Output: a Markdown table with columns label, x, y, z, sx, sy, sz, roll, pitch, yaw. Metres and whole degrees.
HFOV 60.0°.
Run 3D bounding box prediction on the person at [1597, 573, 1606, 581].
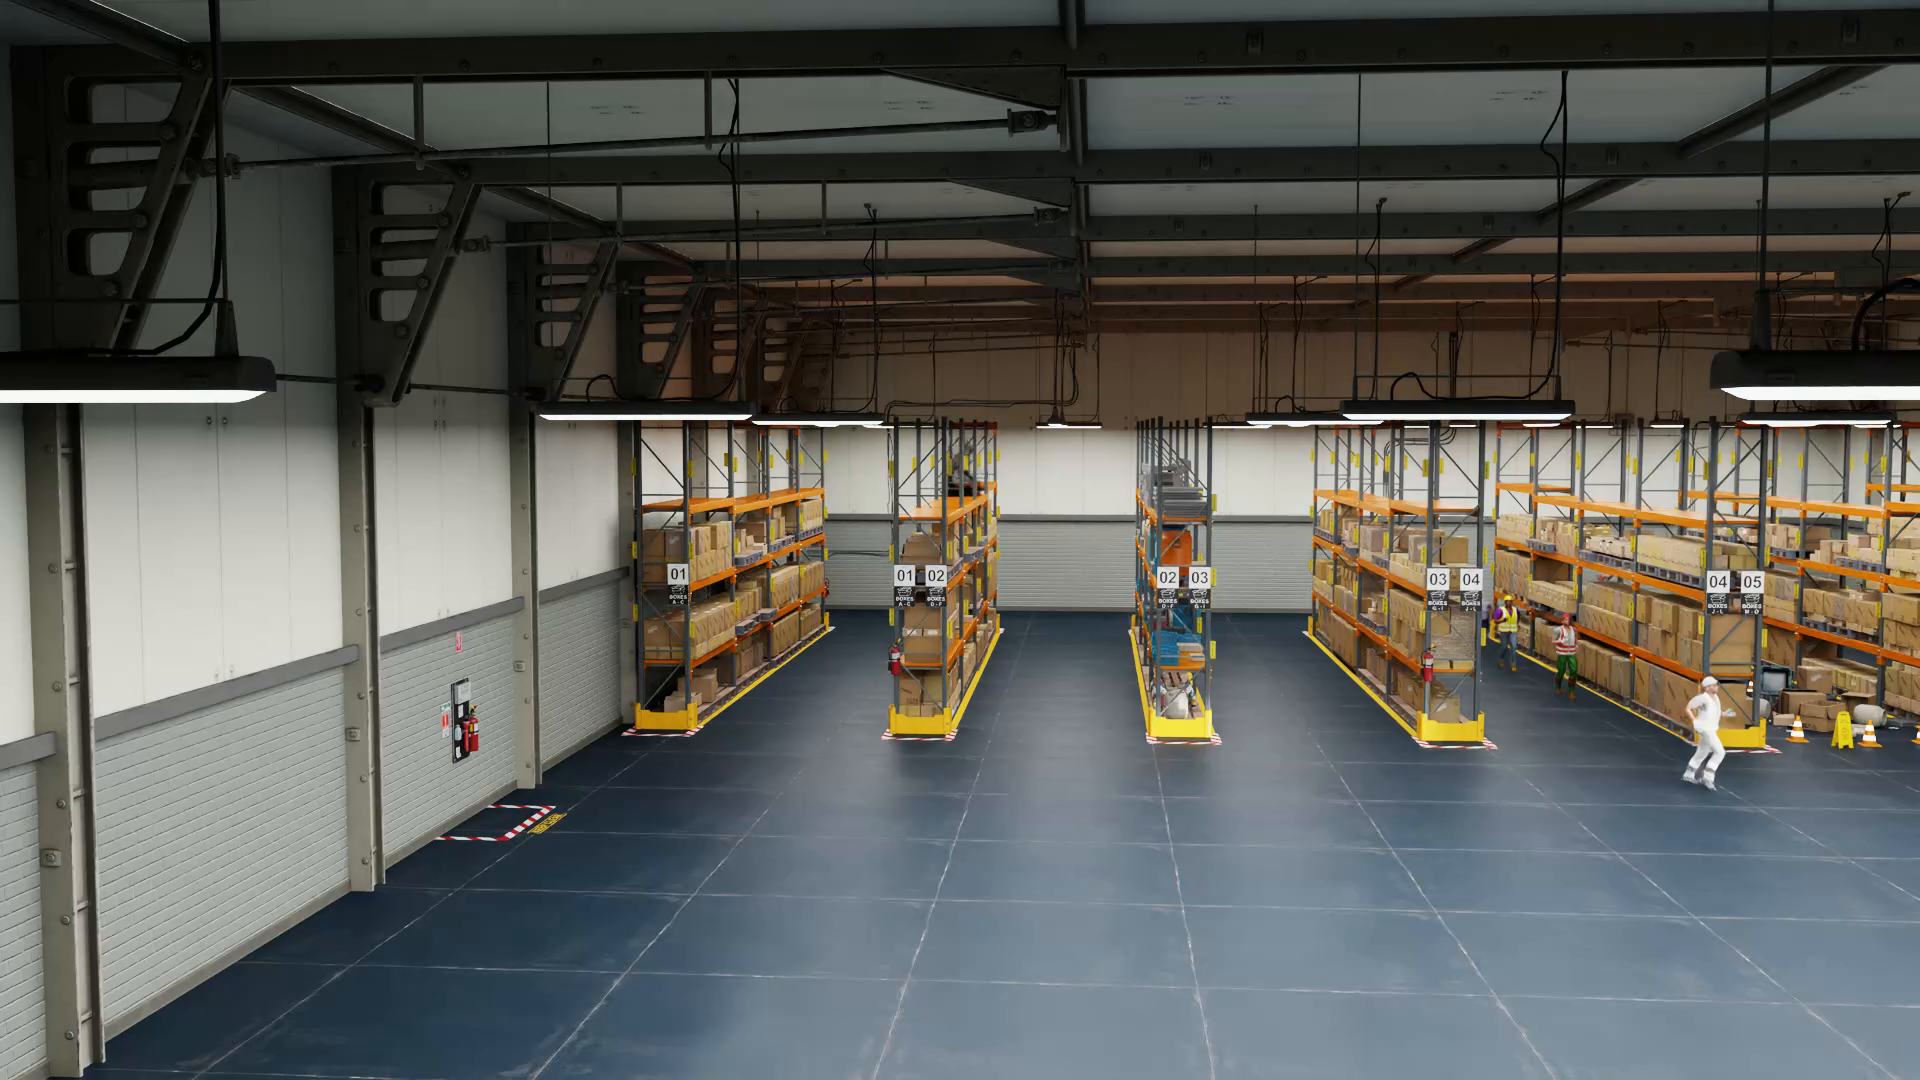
| label | x | y | z | sx | sy | sz | roll | pitch | yaw |
| --- | --- | --- | --- | --- | --- | --- | --- | --- | --- |
| person | 18.277 | 1.789 | 47.361 | 0.734 | 1.678 | 0.679 | 1 | 4 | 13 |

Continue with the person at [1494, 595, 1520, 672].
| label | x | y | z | sx | sy | sz | roll | pitch | yaw |
| --- | --- | --- | --- | --- | --- | --- | --- | --- | --- |
| person | 13.097 | 2.214 | 39.743 | 0.688 | 1.785 | 0.887 | 0 | 4 | 2 |

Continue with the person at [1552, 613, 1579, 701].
| label | x | y | z | sx | sy | sz | roll | pitch | yaw |
| --- | --- | --- | --- | --- | --- | --- | --- | --- | --- |
| person | 12.996 | 2.485 | 35.660 | 0.632 | 1.832 | 0.745 | 0 | 4 | 1 |

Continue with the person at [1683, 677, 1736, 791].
| label | x | y | z | sx | sy | sz | roll | pitch | yaw |
| --- | --- | --- | --- | --- | --- | --- | --- | --- | --- |
| person | 12.026 | 3.102 | 26.698 | 0.746 | 1.832 | 0.616 | 3 | 5 | 41 |

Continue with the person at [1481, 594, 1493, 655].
| label | x | y | z | sx | sy | sz | roll | pitch | yaw |
| --- | --- | --- | --- | --- | --- | --- | --- | --- | --- |
| person | 13.360 | 2.160 | 42.585 | 0.645 | 1.600 | 0.592 | 0 | 4 | 3 |
